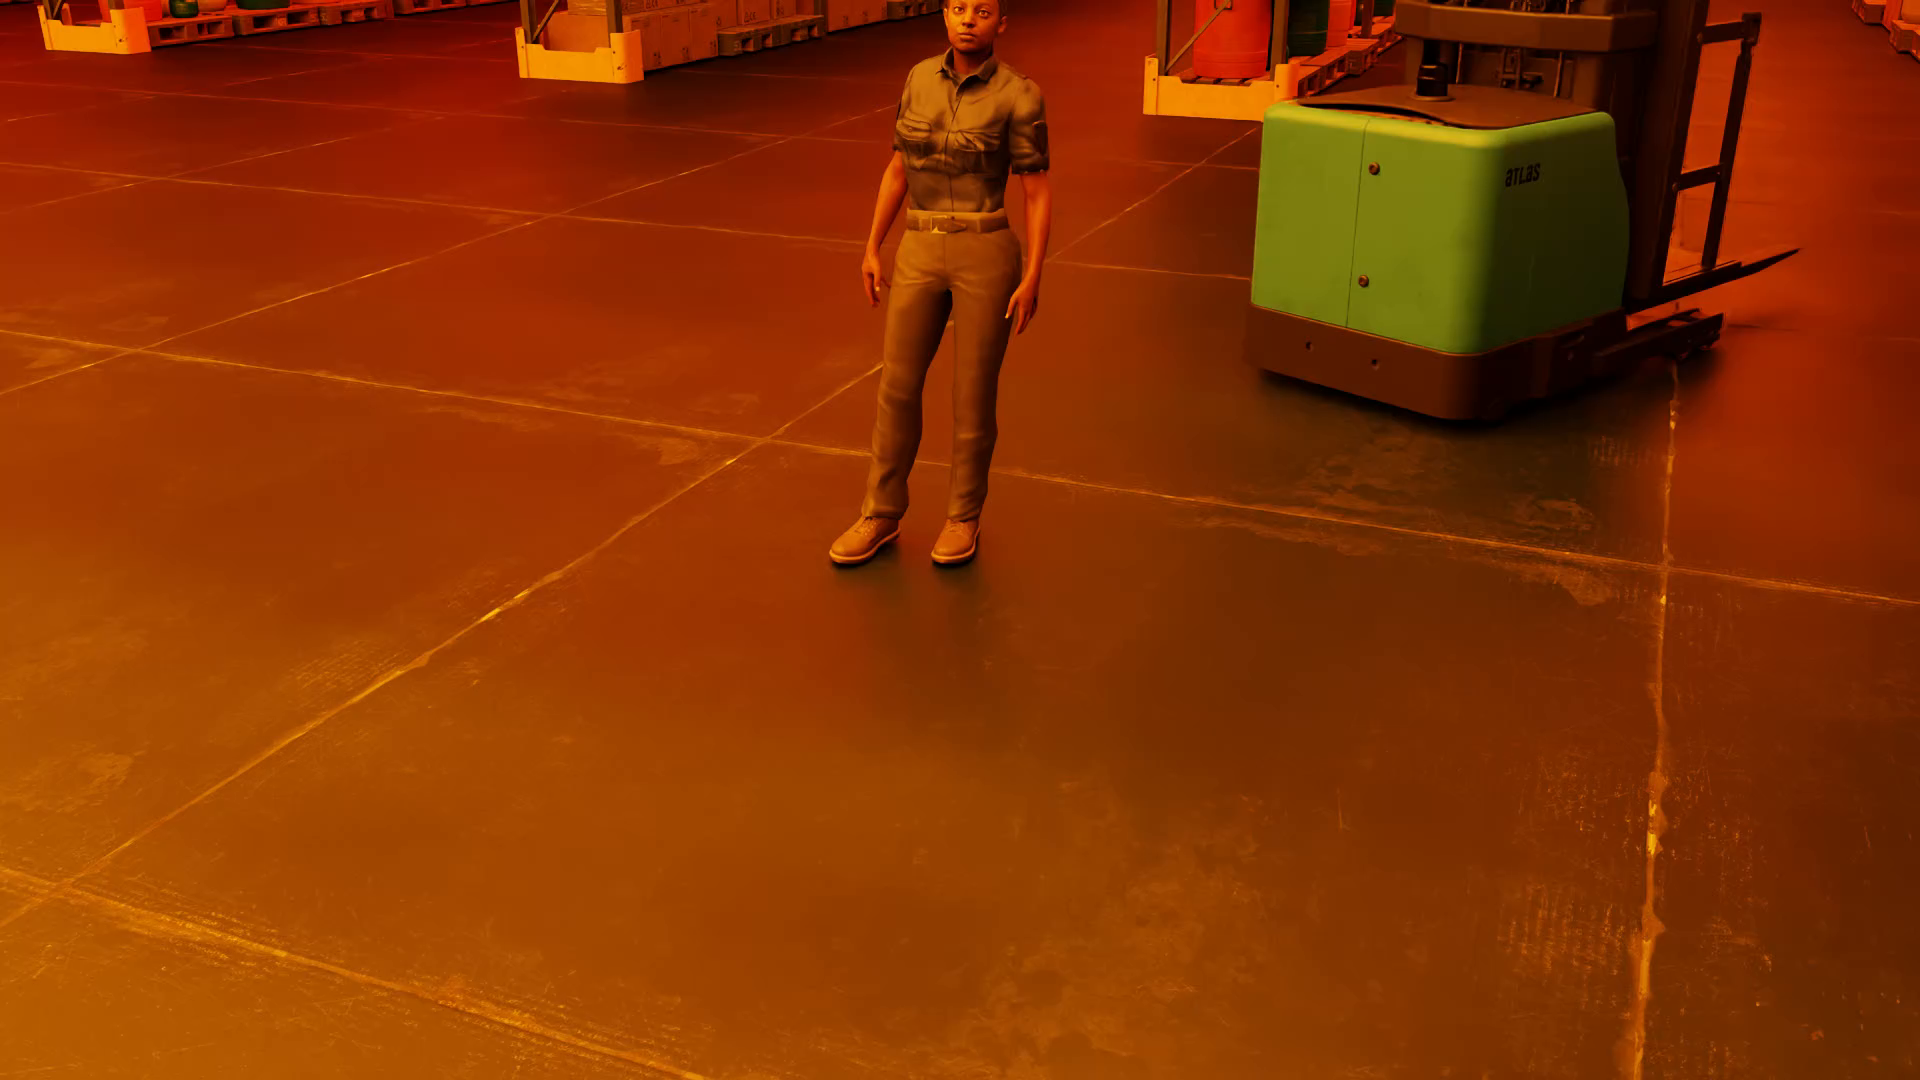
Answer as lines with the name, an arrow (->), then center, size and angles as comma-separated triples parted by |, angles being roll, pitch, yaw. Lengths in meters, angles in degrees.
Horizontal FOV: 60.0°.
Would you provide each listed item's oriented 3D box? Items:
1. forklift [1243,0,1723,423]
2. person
forklift -> 2.569, -2.231, 6.630 | 3.031, 2.935, 1.130 | -18, 29, -37
person -> -0.051, -0.741, 4.704 | 0.570, 1.654, 0.504 | 9, 24, 21
